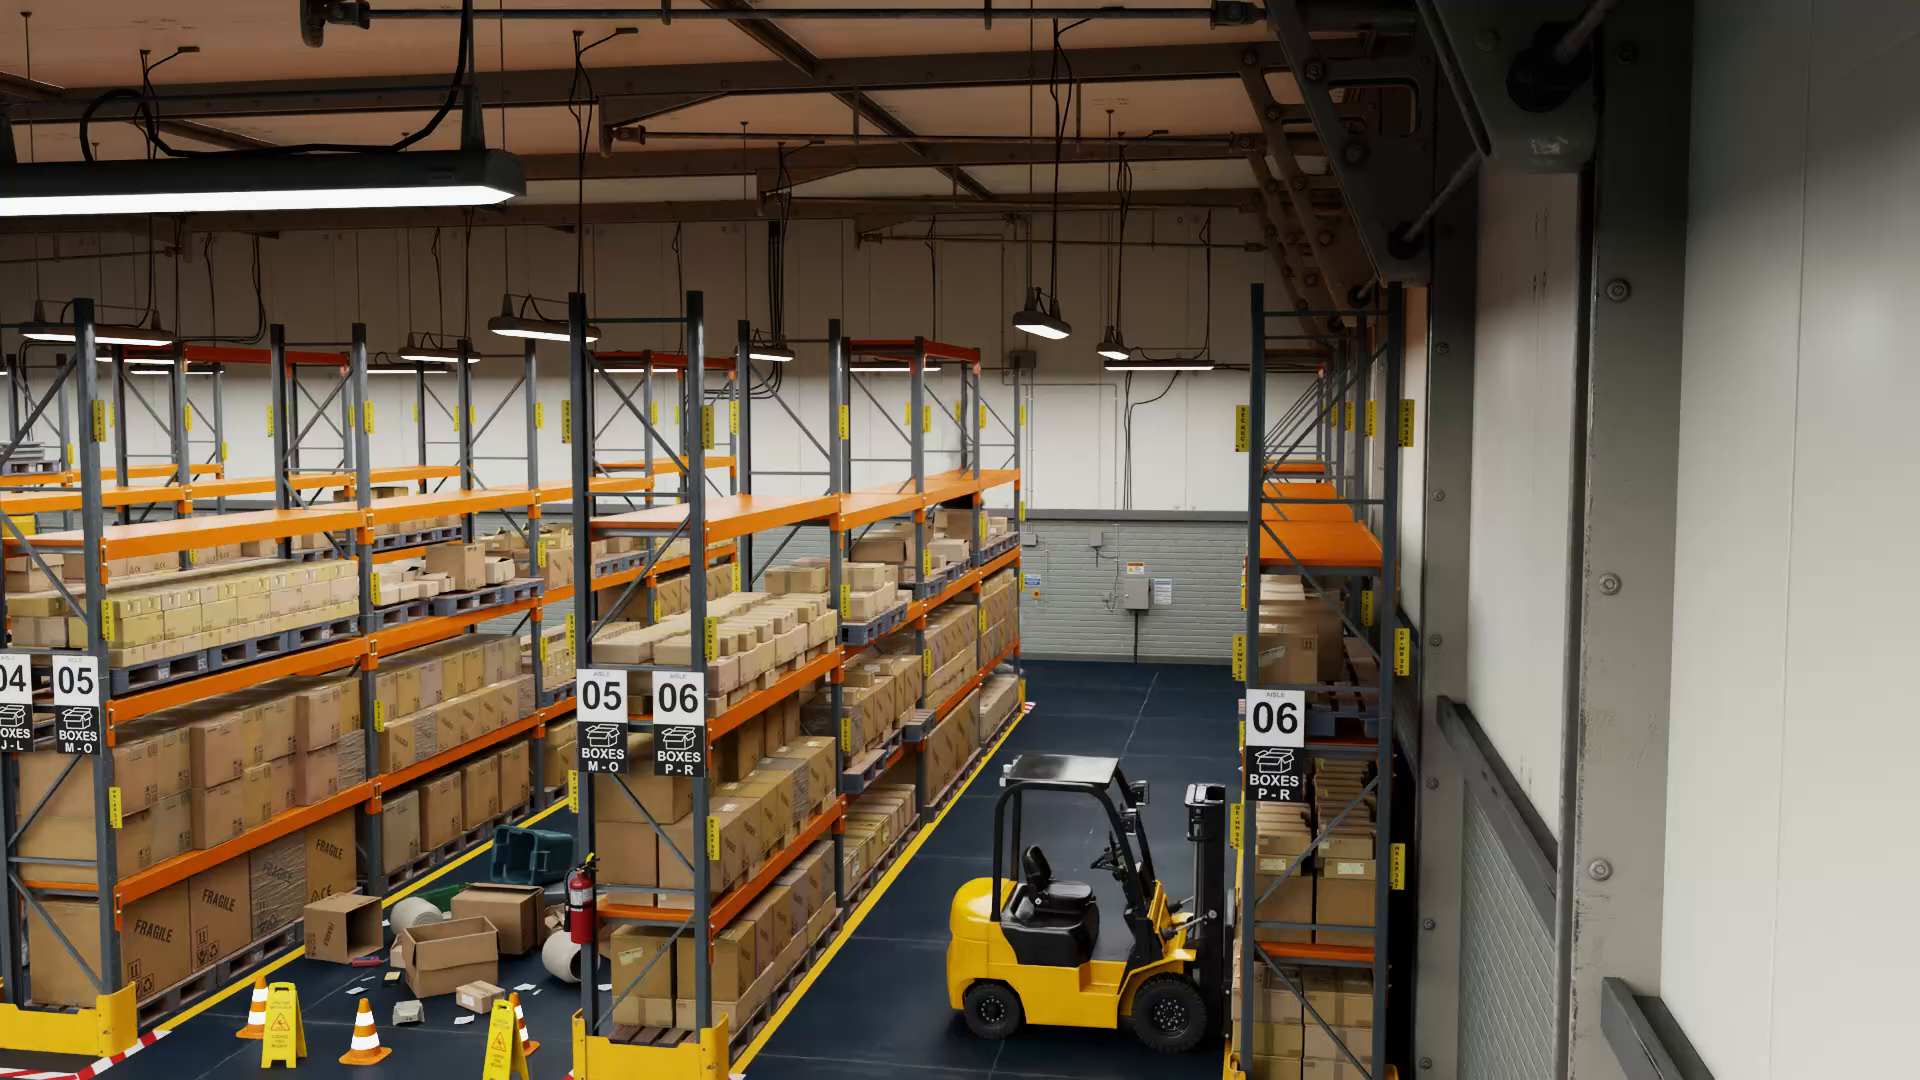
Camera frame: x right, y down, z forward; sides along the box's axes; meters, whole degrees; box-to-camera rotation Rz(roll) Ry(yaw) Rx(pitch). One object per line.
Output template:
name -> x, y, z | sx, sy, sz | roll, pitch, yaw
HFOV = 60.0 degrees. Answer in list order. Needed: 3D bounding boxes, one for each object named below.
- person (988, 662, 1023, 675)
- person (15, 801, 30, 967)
person -> 0.667, 1.826, 29.876 | 0.952, 1.638, 0.712 | 0, 5, -1
person -> -8.748, 3.126, 15.367 | 0.601, 1.629, 0.695 | 0, 5, -2
